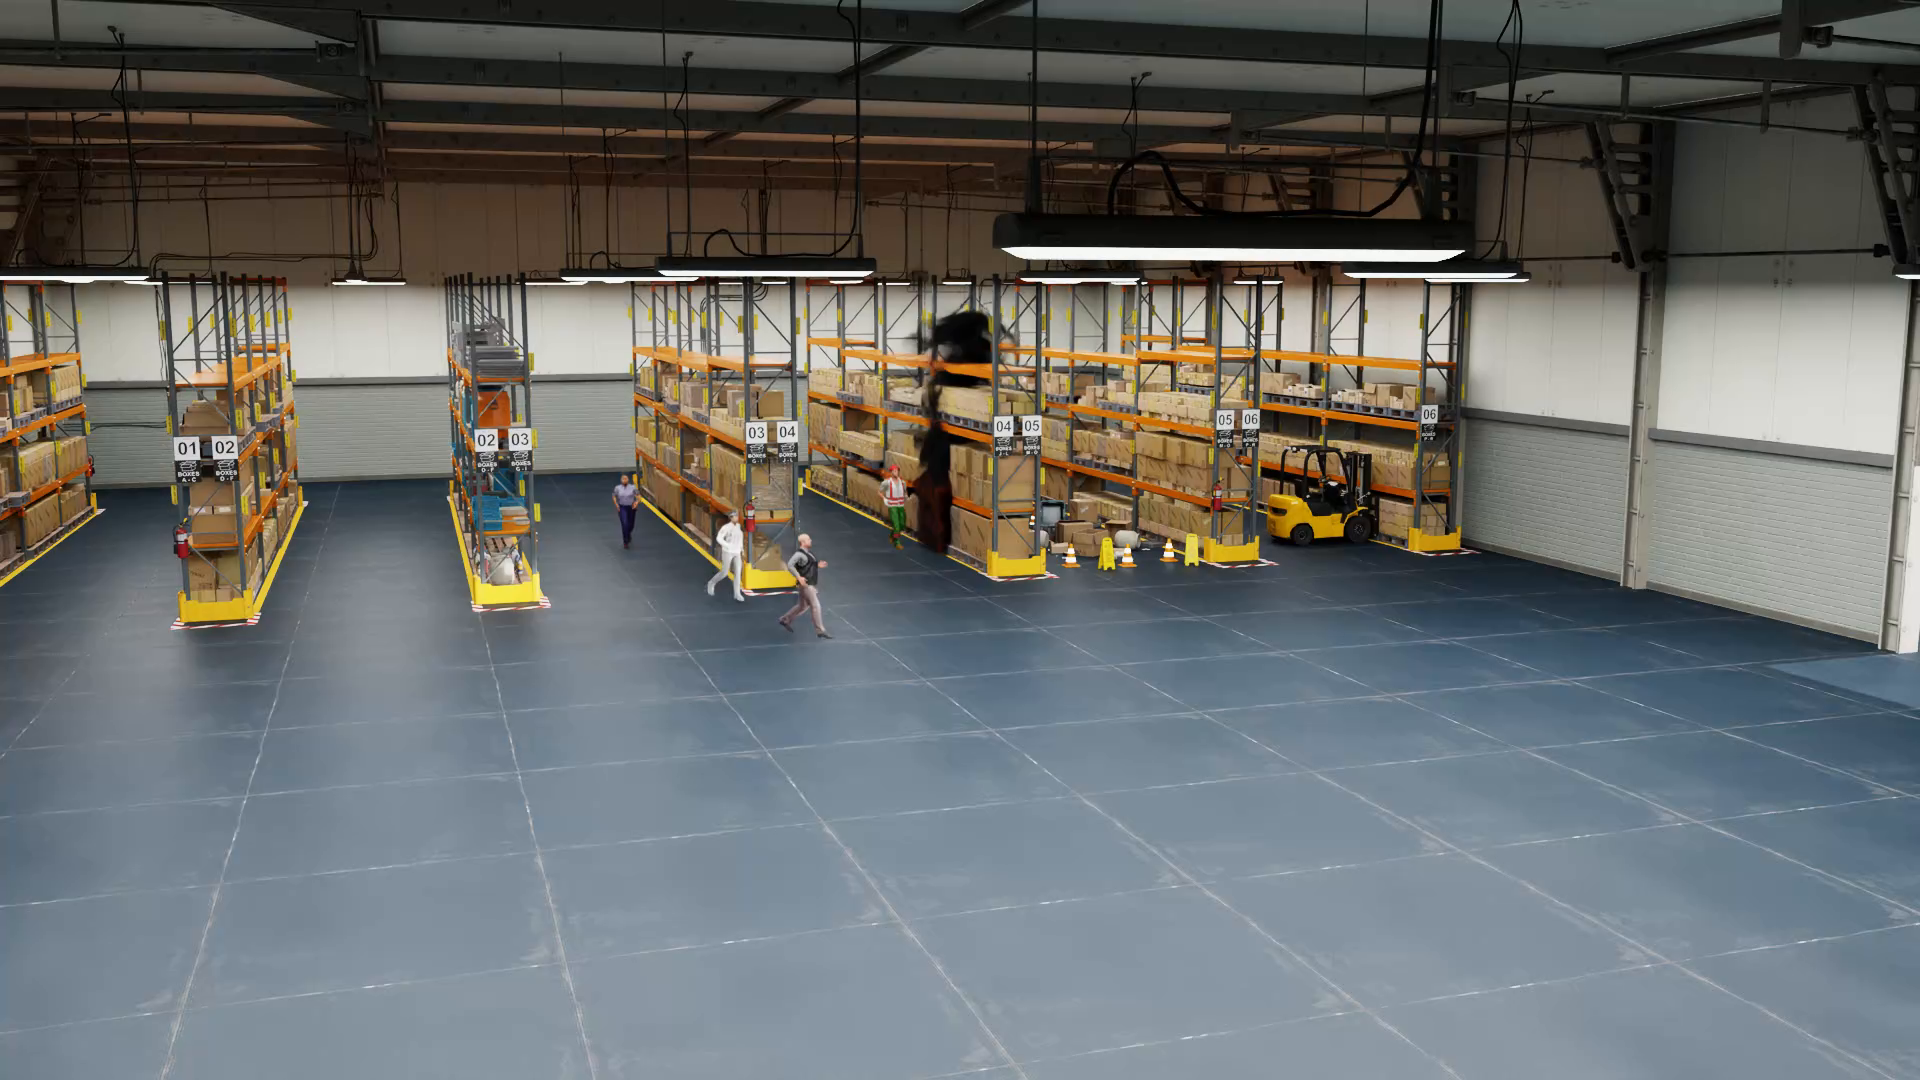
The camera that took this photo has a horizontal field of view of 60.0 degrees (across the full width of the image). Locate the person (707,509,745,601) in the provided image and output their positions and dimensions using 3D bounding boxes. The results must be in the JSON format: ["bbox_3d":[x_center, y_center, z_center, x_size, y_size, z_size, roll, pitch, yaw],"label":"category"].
[{"bbox_3d":[-4.216,0.249,30.866,0.918,1.657,0.672,8,11,41],"label":"person"}]

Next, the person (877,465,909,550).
[{"bbox_3d":[-1.364,-0.695,34.936,0.663,1.759,0.710,-5,10,-31],"label":"person"}]

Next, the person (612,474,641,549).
[{"bbox_3d":[-7.427,-0.648,37.086,0.625,1.667,0.722,-2,9,-15],"label":"person"}]

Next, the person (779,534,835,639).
[{"bbox_3d":[-2.527,0.749,27.270,0.968,1.709,0.654,1,9,6],"label":"person"}]
